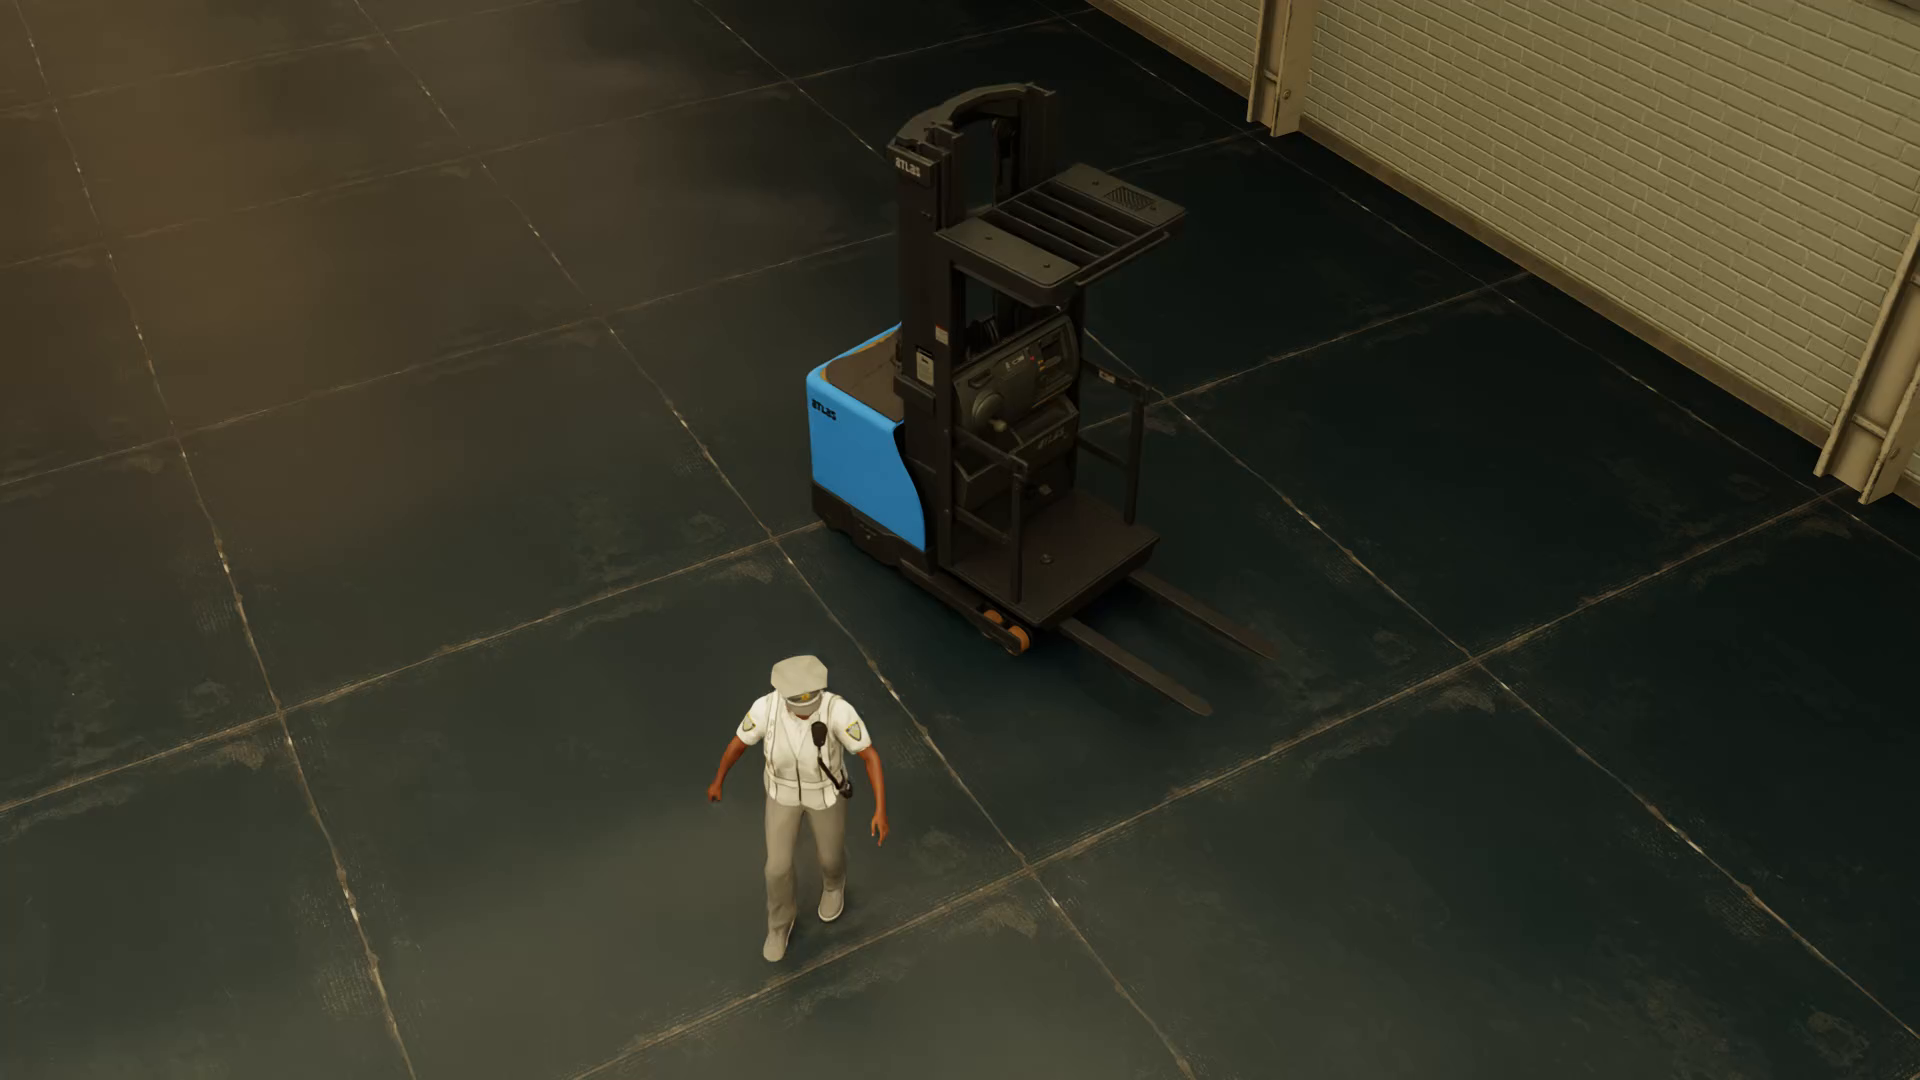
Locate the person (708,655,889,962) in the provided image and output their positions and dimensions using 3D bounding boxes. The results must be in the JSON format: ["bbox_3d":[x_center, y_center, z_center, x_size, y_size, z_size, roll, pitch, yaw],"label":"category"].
[{"bbox_3d":[-0.732,1.243,7.597,0.906,1.688,0.578,6,40,7],"label":"person"}]

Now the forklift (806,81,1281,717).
[{"bbox_3d":[0.469,-0.847,9.057,3.031,2.935,1.130,32,49,33],"label":"forklift"}]
